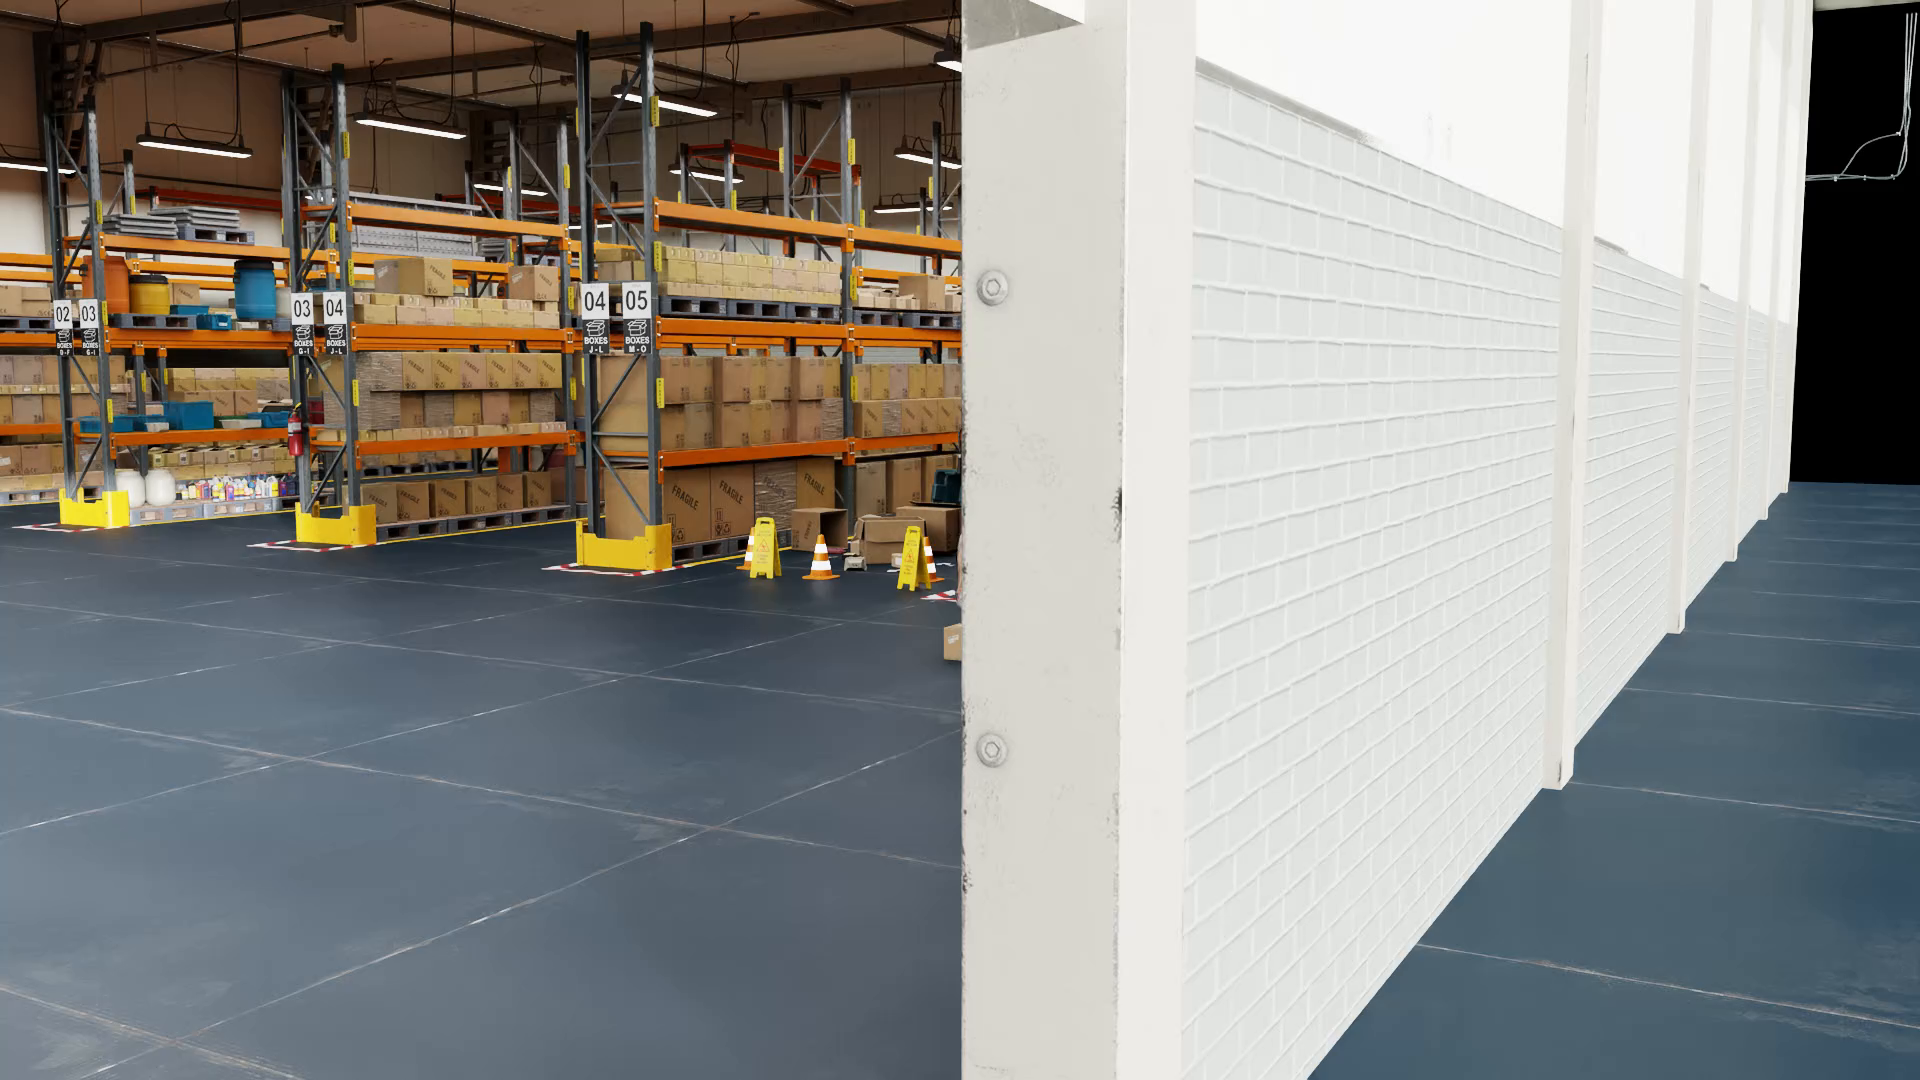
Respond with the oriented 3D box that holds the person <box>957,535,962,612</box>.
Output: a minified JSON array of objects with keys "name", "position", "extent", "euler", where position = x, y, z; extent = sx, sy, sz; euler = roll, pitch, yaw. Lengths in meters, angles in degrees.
[{"name":"person","position":[0.258,0.260,13.296],"extent":[0.493,1.275,0.697],"euler":[3,7,29]}]
